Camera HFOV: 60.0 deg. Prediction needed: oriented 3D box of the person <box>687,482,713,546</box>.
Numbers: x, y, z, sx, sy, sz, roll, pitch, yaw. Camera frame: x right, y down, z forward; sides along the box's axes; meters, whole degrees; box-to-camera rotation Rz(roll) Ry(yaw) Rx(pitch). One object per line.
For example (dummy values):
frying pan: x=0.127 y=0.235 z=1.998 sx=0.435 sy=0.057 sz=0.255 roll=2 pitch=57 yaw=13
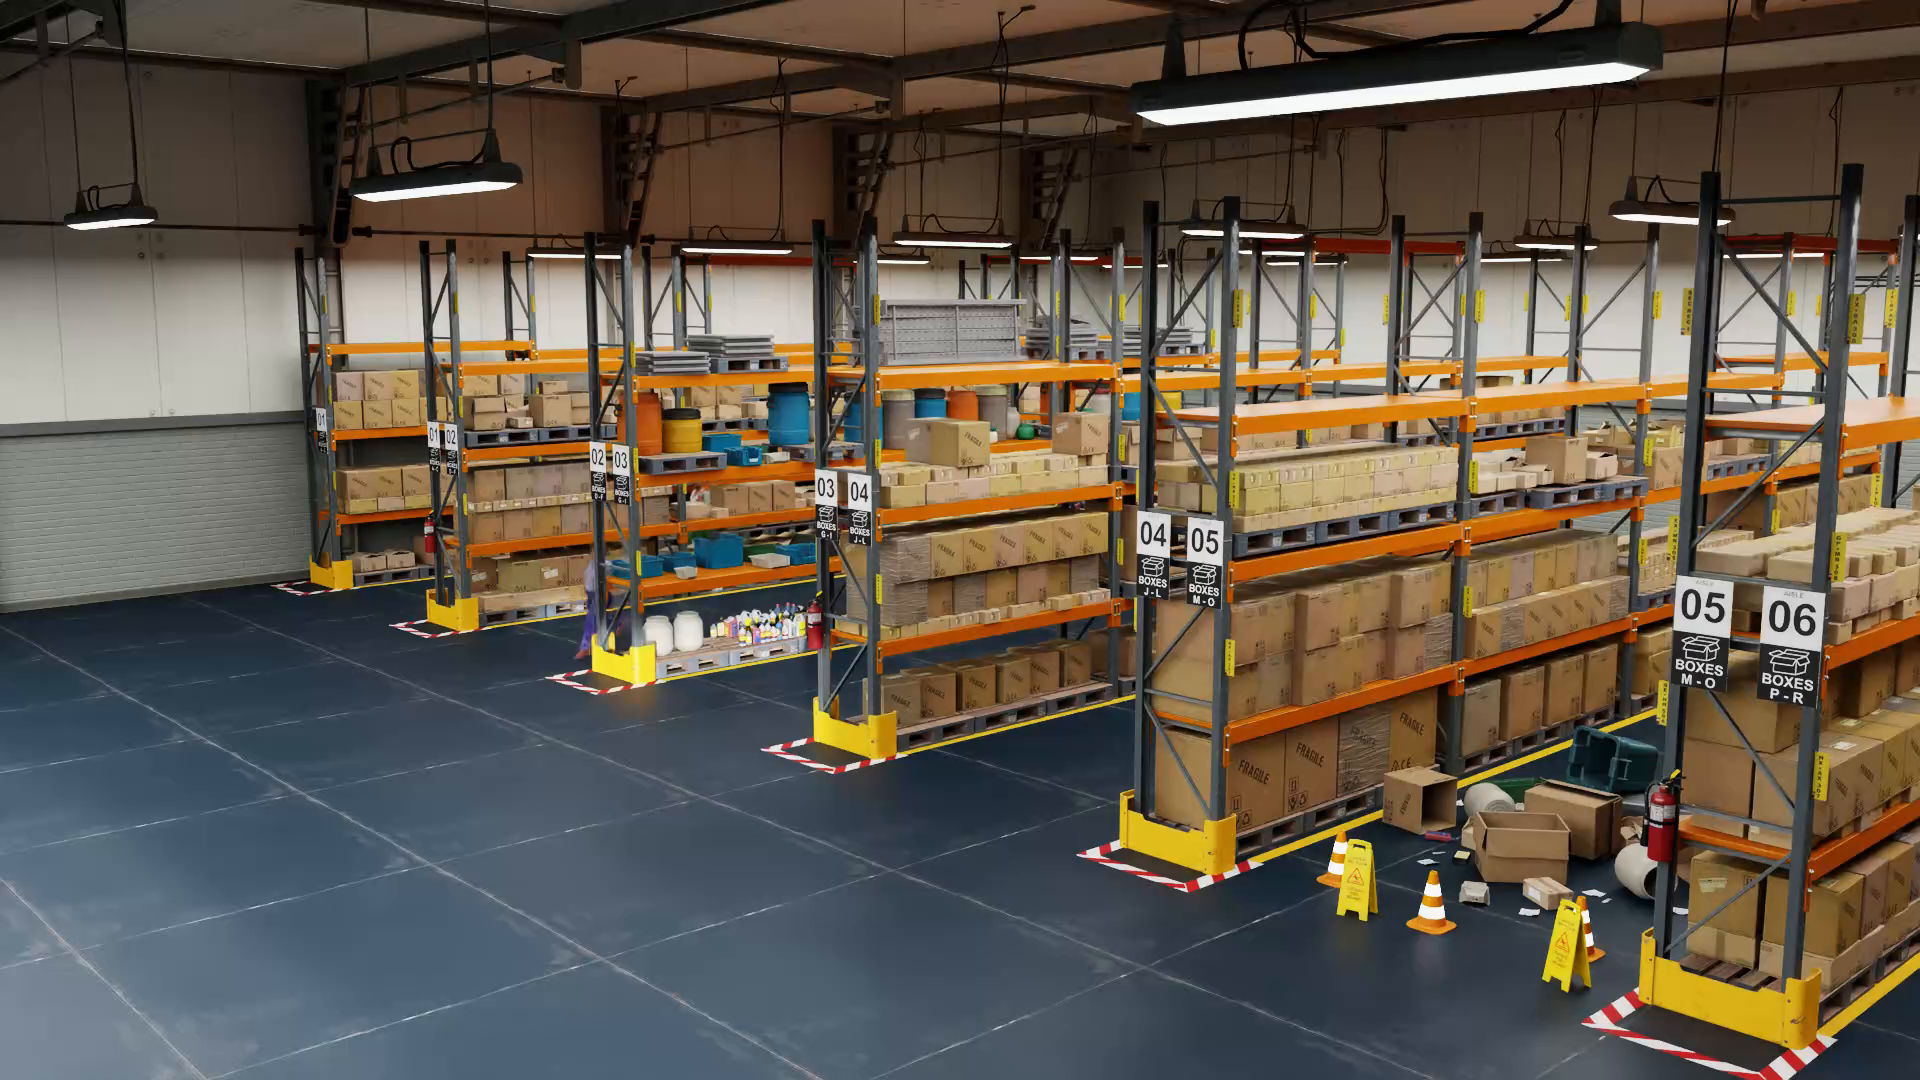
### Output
person: x=-4.967 y=-0.366 z=31.704 sx=0.667 sy=1.768 sz=0.963 roll=7 pitch=11 yaw=41

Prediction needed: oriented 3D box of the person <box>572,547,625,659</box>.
person: x=-5.237 y=0.865 z=24.118 sx=0.586 sy=1.630 sz=0.987 roll=8 pitch=12 yaw=44
